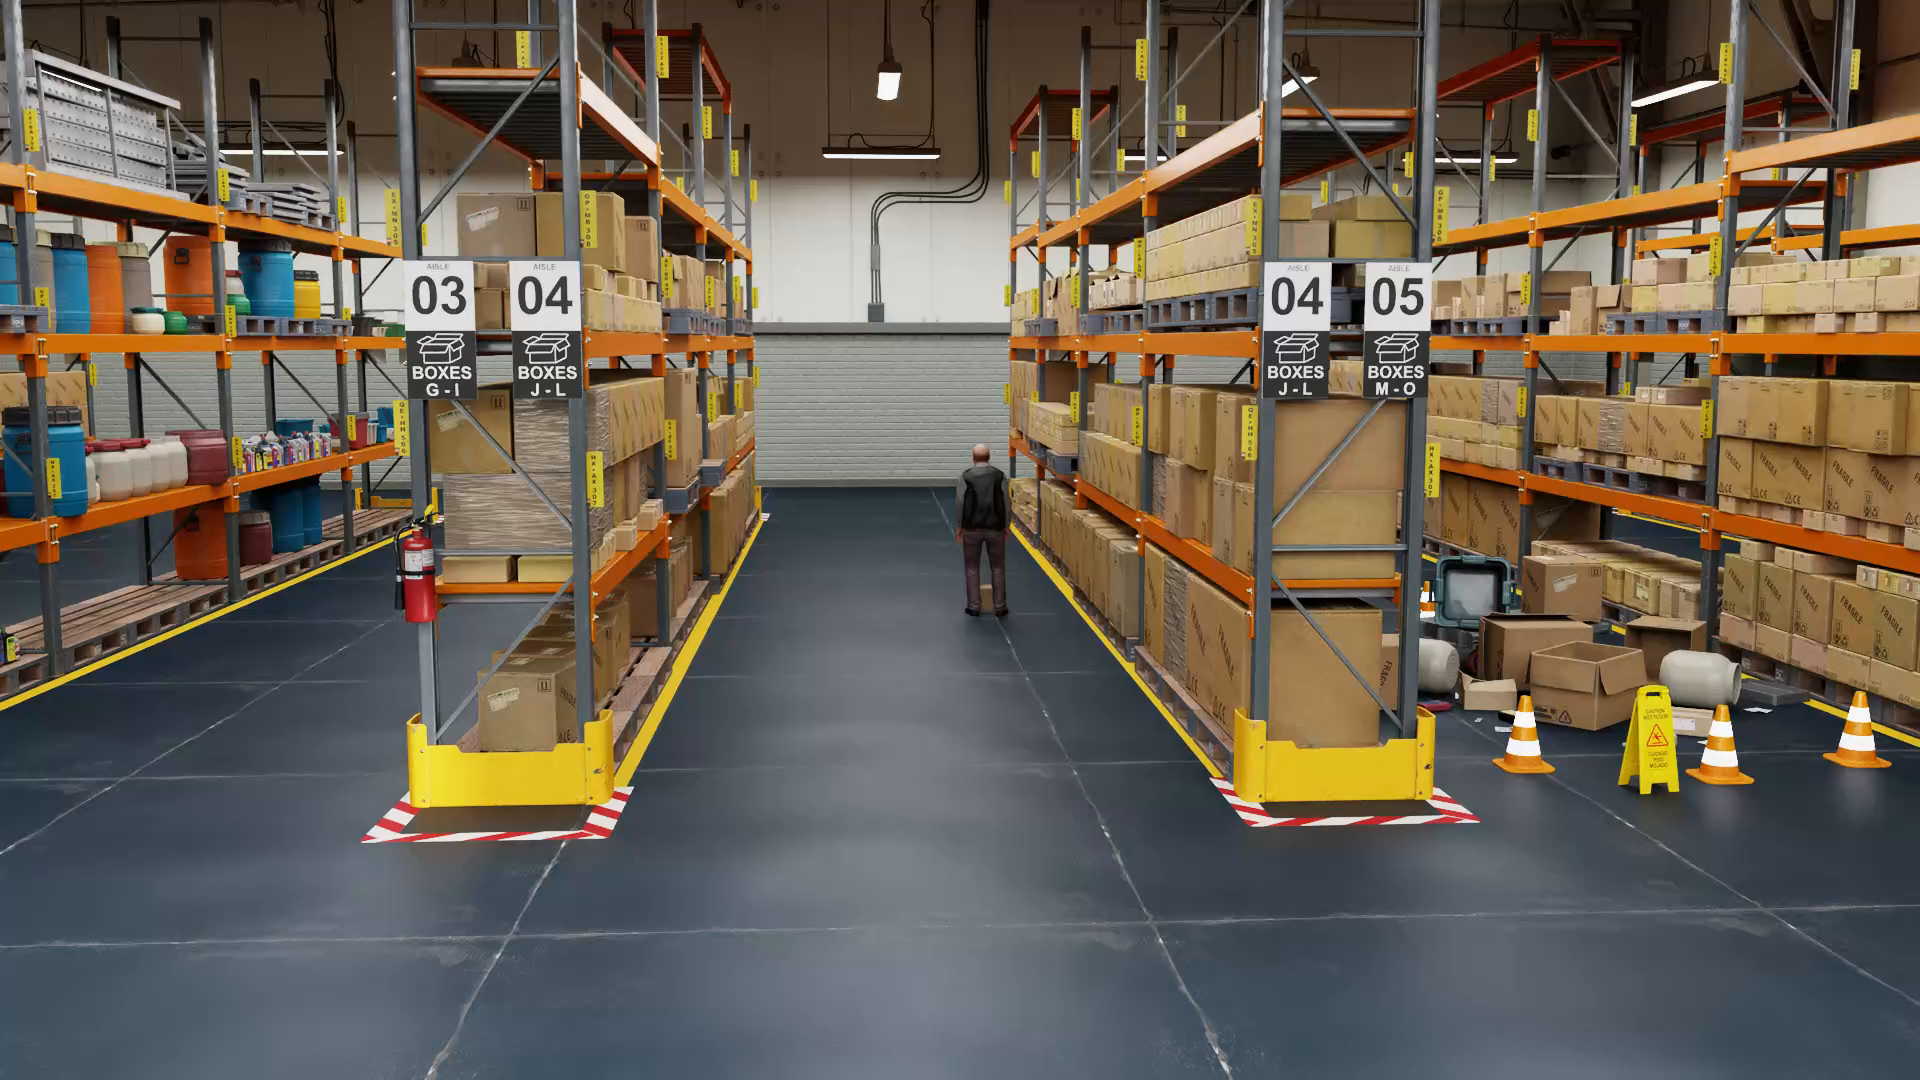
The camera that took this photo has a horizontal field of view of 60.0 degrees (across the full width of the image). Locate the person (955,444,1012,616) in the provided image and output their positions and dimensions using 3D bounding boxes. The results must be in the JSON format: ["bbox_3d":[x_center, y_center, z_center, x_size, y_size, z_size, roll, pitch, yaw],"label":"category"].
[{"bbox_3d":[0.230,-0.098,16.669,0.577,1.719,0.474,-1,7,-6],"label":"person"}]
